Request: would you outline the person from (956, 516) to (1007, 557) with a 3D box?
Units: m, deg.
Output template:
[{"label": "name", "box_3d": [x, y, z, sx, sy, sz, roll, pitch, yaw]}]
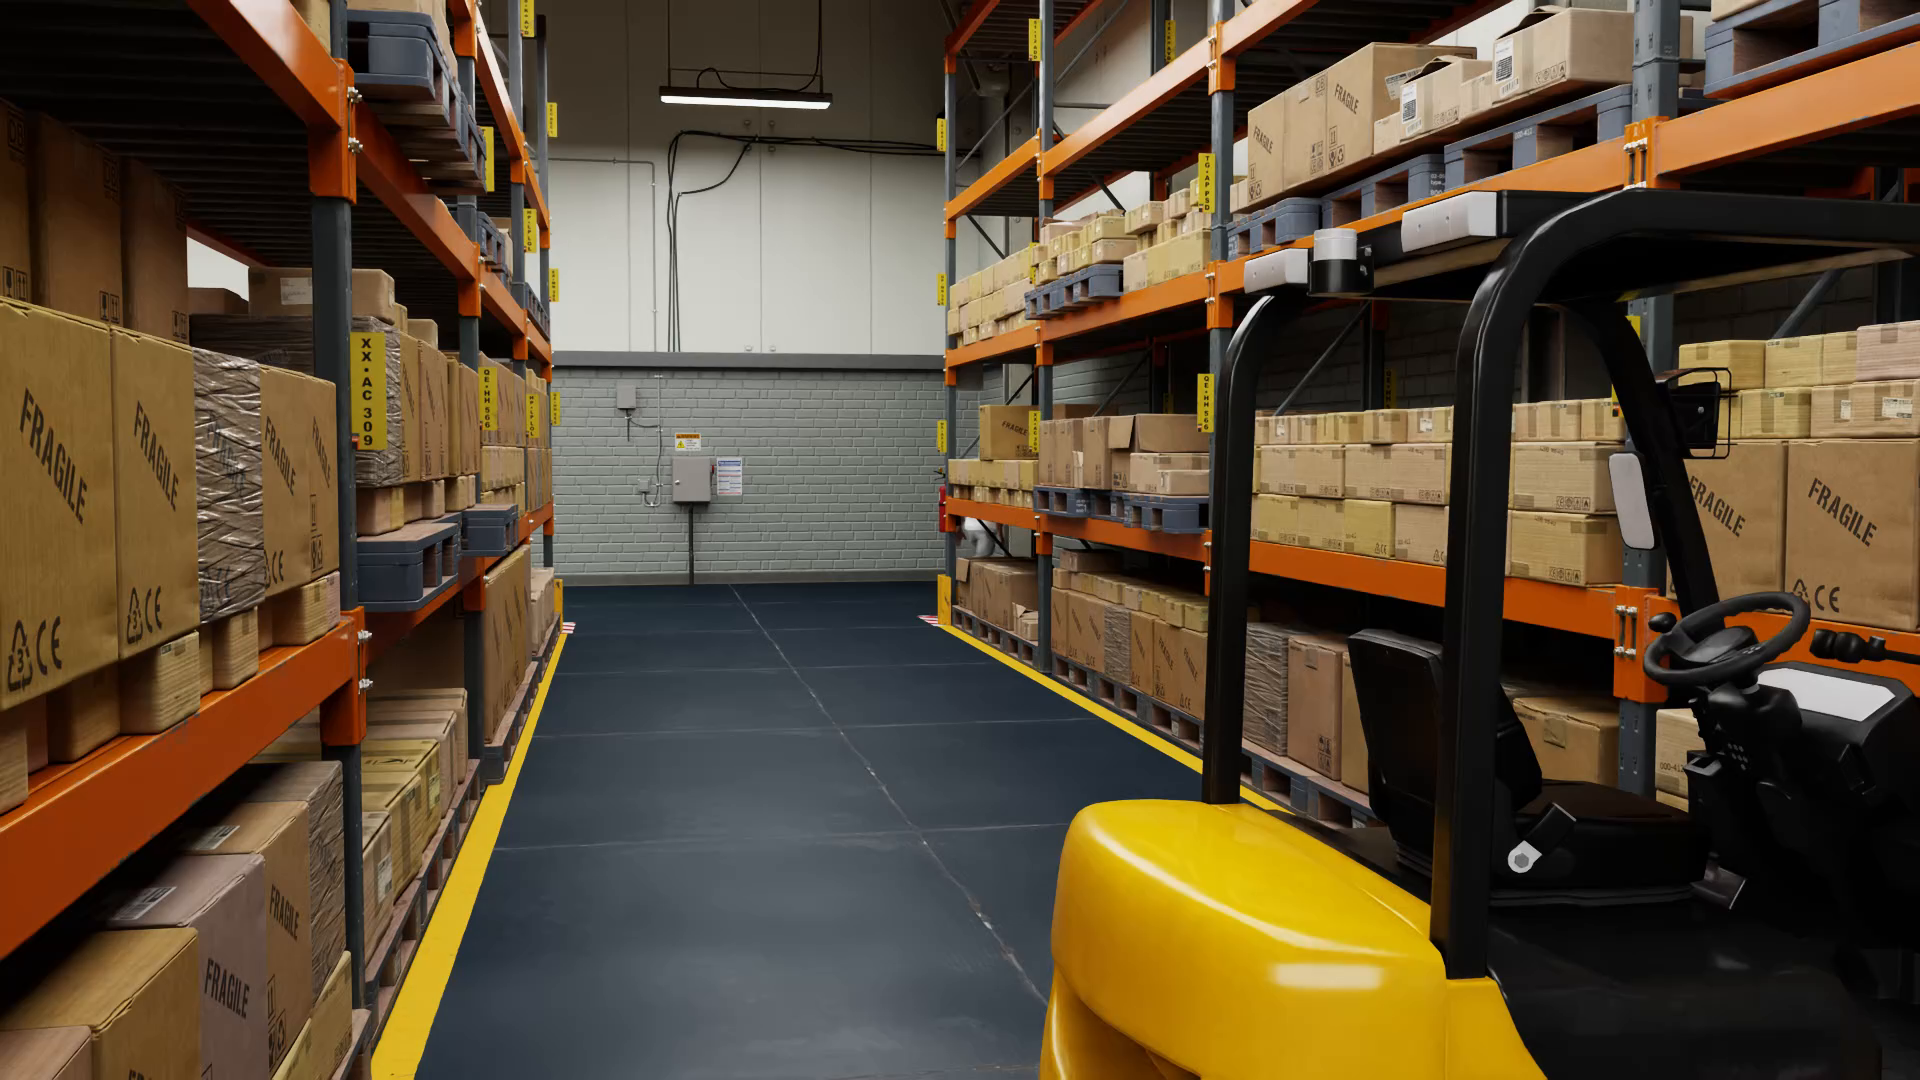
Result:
[{"label": "person", "box_3d": [0.343, -0.101, 18.760, 0.869, 1.751, 0.664, -3, 4, -41]}]
